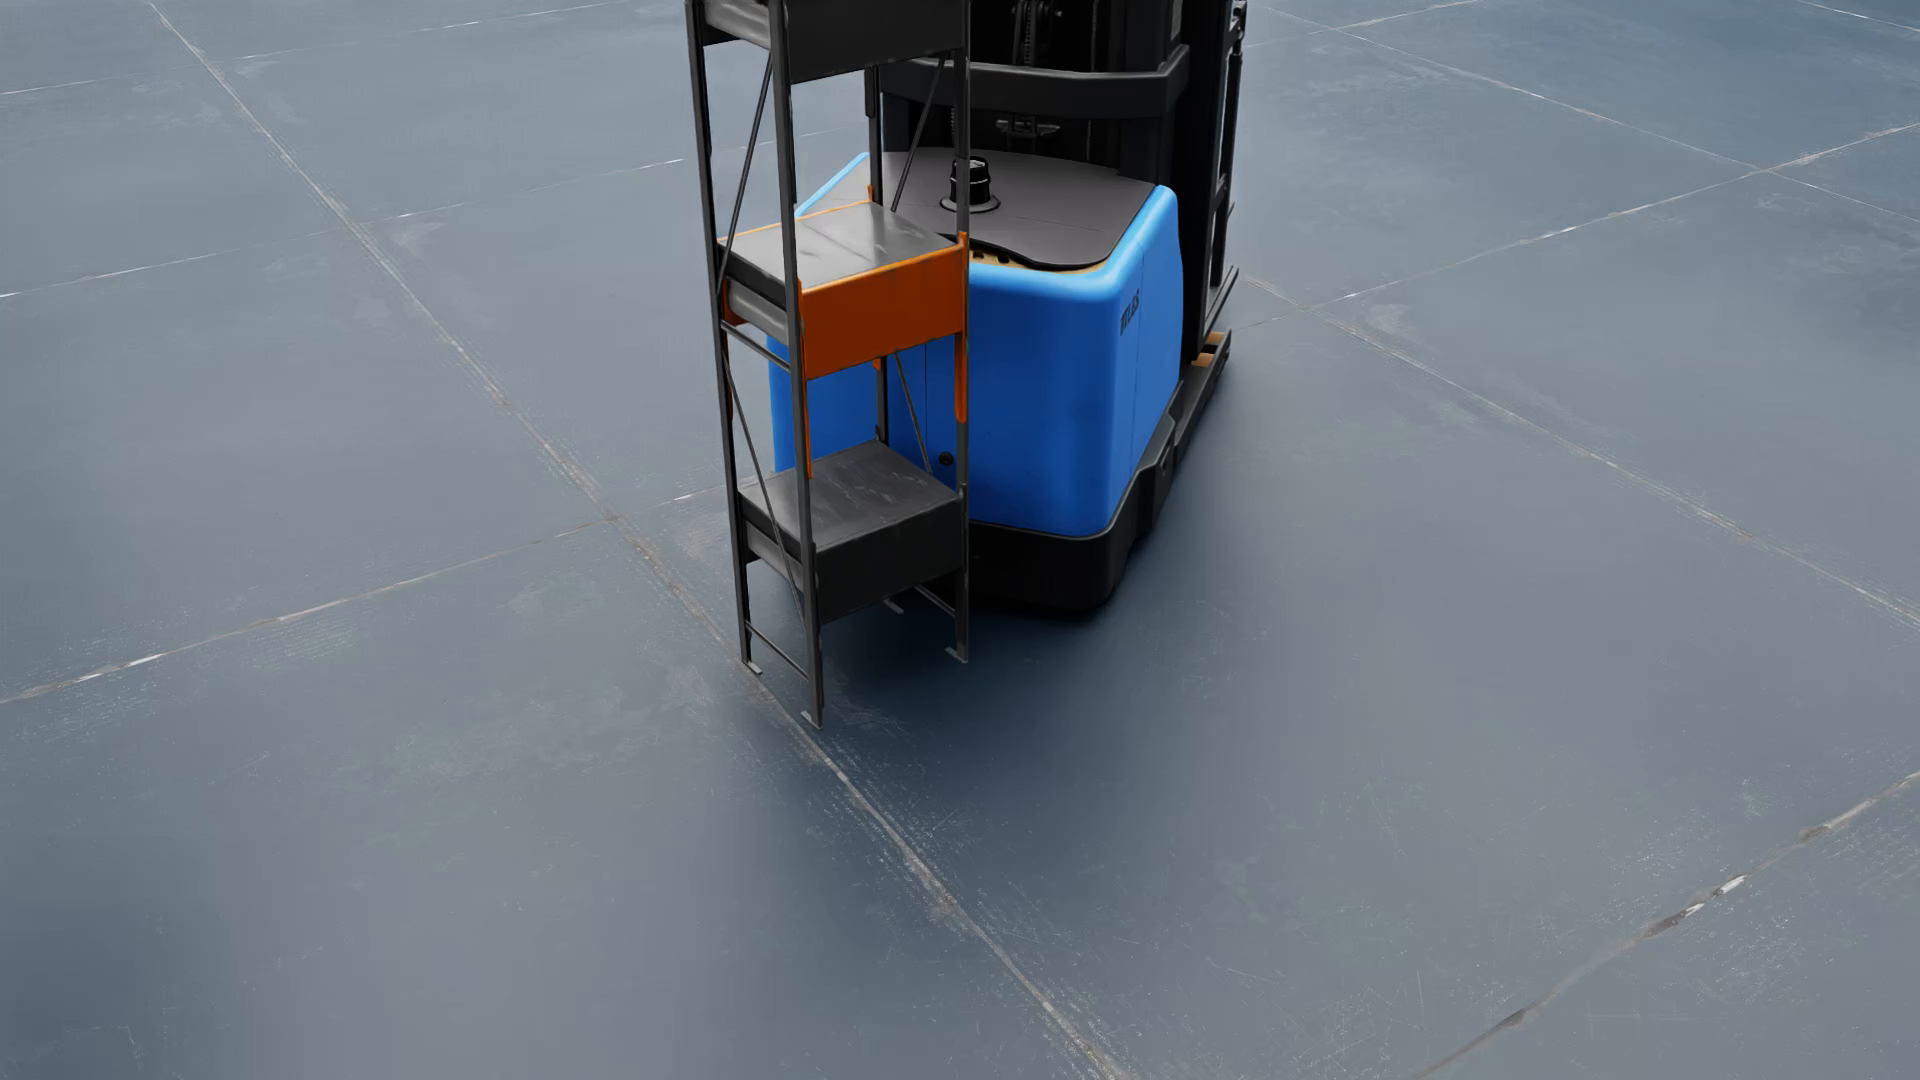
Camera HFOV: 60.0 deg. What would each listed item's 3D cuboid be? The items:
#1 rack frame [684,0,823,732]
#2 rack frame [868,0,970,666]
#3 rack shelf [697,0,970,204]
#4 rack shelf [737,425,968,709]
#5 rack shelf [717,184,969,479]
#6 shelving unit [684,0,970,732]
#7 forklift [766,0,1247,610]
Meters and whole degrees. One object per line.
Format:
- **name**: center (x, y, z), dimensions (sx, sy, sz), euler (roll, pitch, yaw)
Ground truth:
- **rack frame**: center (-0.492, -0.462, 4.015), dimensions (0.015, 2.100, 0.400), euler (-22, 38, -31)
- **rack frame**: center (-0.103, -0.620, 4.264), dimensions (0.015, 2.100, 0.400), euler (-22, 38, -31)
- **rack shelf**: center (-0.298, -1.121, 3.773), dimensions (0.480, 0.518, 0.431), euler (-22, 38, -31)
- **rack shelf**: center (-0.298, 0.063, 4.520), dimensions (0.480, 0.518, 0.431), euler (-22, 38, -31)
- **rack shelf**: center (-0.298, -0.529, 4.147), dimensions (0.480, 0.518, 0.431), euler (-22, 38, -31)
- **shelving unit**: center (-0.298, -0.541, 4.140), dimensions (0.503, 2.100, 0.431), euler (-22, 38, -31)
- **forklift**: center (0.380, -1.817, 5.384), dimensions (1.130, 2.935, 3.031), euler (10, 34, 15)
